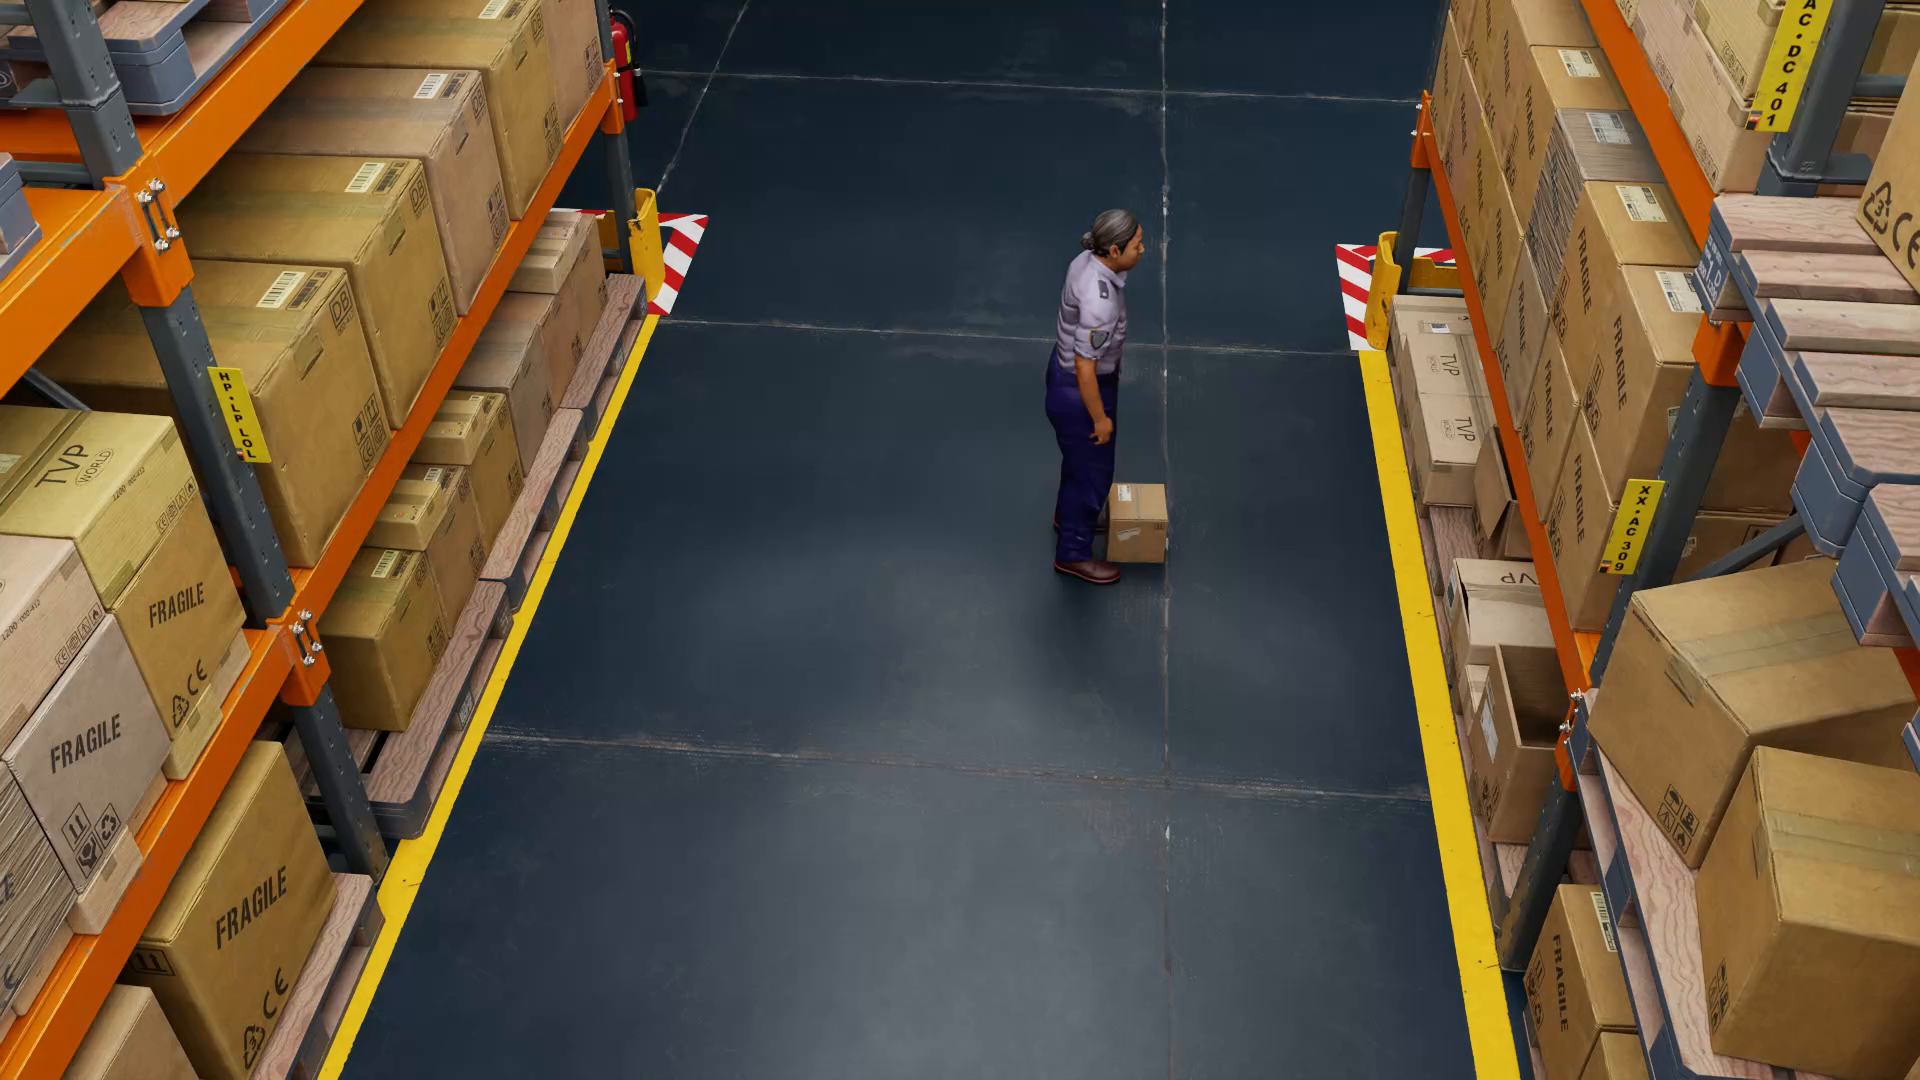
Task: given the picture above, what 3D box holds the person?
[{"bbox_3d":[0.536,-0.615,6.887,0.364,1.652,0.556,2,40,2],"label":"person"}]
